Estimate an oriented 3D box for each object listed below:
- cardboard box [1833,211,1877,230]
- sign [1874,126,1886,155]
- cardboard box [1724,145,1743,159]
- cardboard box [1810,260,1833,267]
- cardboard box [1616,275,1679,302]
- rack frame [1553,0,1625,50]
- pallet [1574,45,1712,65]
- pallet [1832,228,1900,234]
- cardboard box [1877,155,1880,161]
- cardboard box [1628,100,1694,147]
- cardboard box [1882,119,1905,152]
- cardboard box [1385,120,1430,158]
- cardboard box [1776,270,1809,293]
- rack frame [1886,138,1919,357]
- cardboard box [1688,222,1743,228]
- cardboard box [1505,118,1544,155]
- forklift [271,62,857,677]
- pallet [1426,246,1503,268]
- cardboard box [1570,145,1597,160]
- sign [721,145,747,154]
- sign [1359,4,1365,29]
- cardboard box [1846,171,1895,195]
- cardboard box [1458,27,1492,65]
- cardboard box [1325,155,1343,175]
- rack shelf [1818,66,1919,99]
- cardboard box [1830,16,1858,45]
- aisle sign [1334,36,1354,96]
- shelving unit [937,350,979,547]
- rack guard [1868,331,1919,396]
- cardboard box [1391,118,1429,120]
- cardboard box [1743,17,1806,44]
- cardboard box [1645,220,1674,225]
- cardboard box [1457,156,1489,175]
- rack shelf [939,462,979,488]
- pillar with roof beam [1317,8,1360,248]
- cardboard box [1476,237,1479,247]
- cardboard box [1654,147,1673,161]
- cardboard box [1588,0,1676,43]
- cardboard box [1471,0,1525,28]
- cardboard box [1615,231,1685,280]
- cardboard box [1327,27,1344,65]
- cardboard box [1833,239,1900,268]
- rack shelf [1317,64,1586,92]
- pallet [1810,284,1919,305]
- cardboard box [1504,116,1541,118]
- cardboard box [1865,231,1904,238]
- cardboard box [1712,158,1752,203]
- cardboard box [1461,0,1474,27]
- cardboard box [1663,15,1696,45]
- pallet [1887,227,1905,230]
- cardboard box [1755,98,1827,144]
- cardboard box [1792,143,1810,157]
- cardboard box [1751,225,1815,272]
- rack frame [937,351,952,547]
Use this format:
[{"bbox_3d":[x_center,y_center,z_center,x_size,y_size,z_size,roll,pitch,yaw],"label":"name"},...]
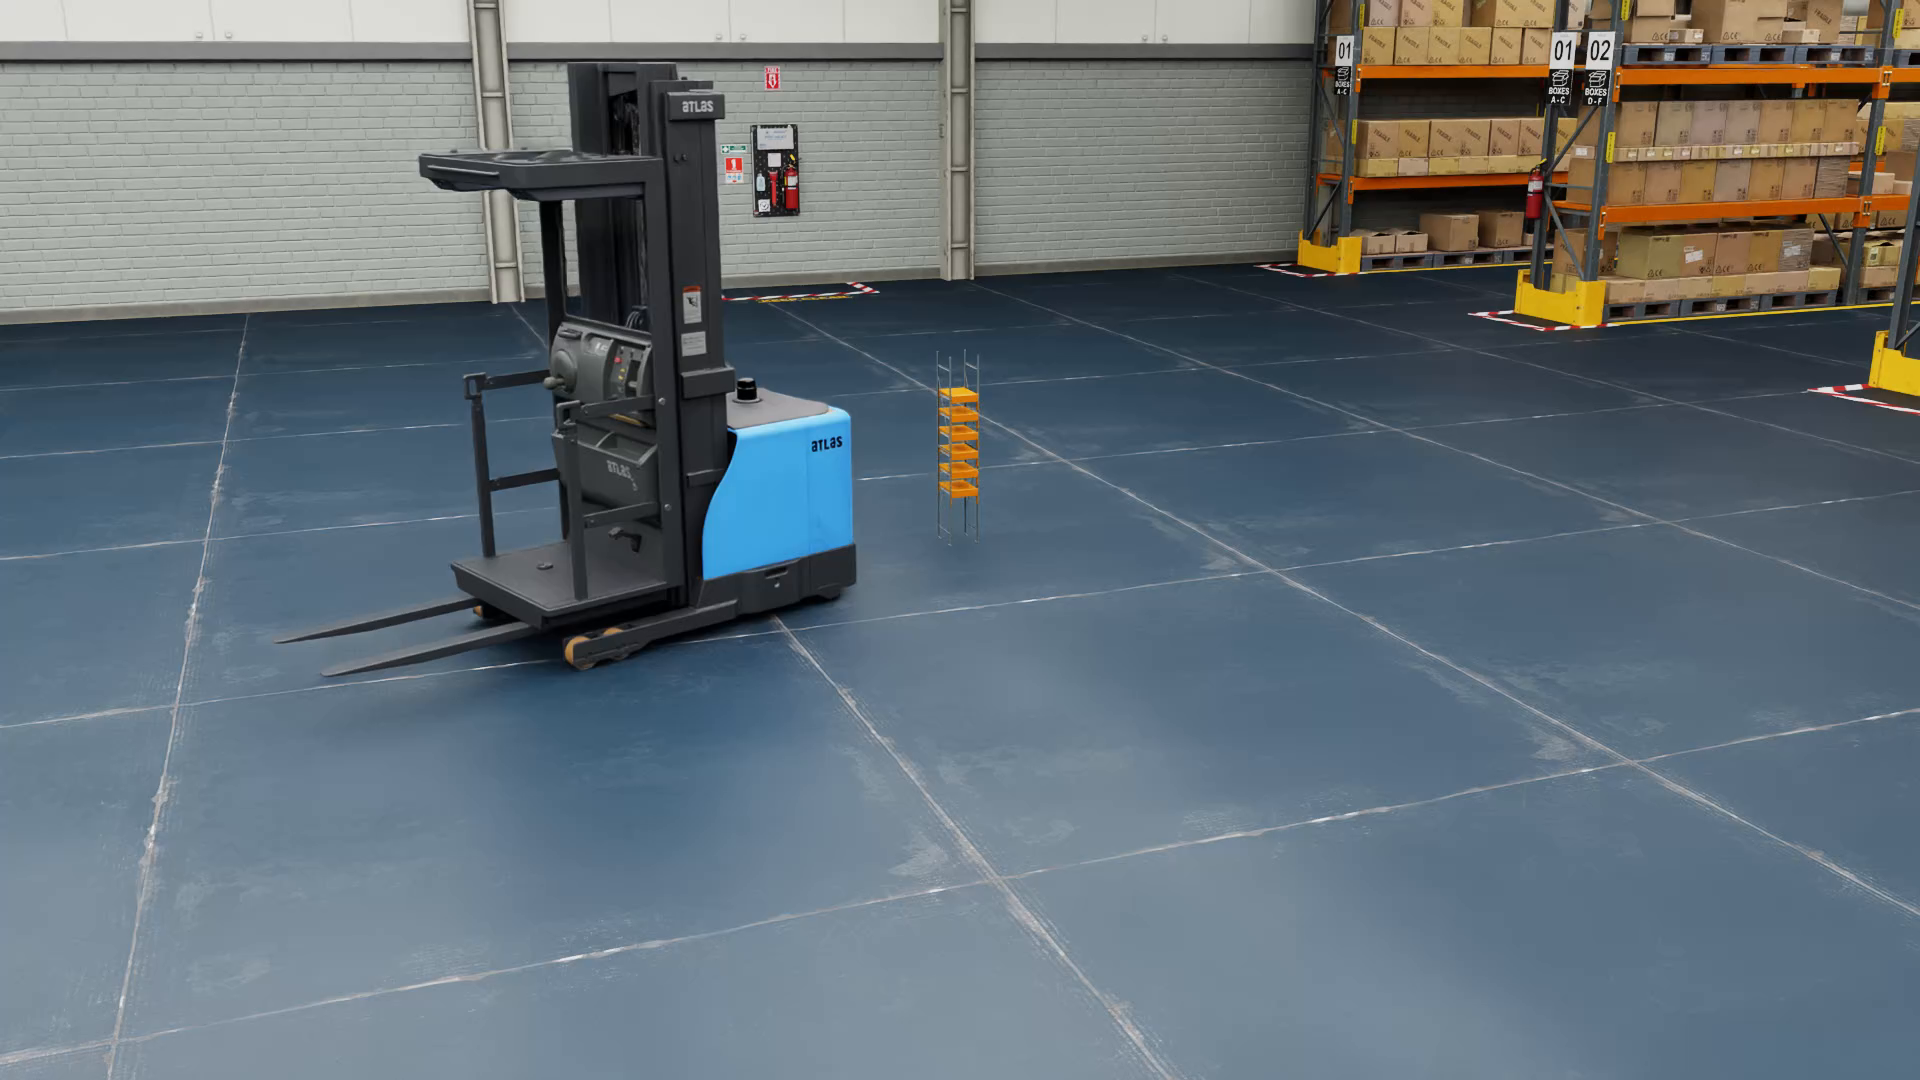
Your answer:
[{"bbox_3d":[14.240,-5.437,26.859,0.750,0.750,0.750,-6,17,-20],"label":"cardboard box"},{"bbox_3d":[10.927,-4.742,19.745,0.005,0.325,0.100,-6,17,-20],"label":"sign"},{"bbox_3d":[8.871,-4.528,19.365,0.250,0.149,0.380,-6,17,-20],"label":"cardboard box"},{"bbox_3d":[11.011,-3.435,21.105,0.500,0.250,0.500,-6,18,-21],"label":"cardboard box"},{"bbox_3d":[8.038,-2.960,19.490,0.500,0.250,0.500,-6,17,-20],"label":"cardboard box"},{"bbox_3d":[6.992,-6.910,18.156,0.127,3.000,1.000,-6,17,-20],"label":"rack frame"},{"bbox_3d":[7.661,-5.492,18.811,1.213,0.211,1.003,-6,17,-20],"label":"pallet"},{"bbox_3d":[14.587,-4.984,27.197,1.213,0.211,1.003,-6,17,-20],"label":"pallet"},{"bbox_3d":[14.505,-6.159,26.660,0.250,0.149,0.380,-6,17,-20],"label":"cardboard box"},{"bbox_3d":[7.971,-4.805,19.157,0.500,0.500,0.700,-7,18,-22],"label":"cardboard box"},{"bbox_3d":[14.671,-6.477,26.591,0.500,0.500,0.500,-6,17,-19],"label":"cardboard box"},{"bbox_3d":[6.234,-5.648,23.407,0.500,0.500,0.500,-6,17,-20],"label":"cardboard box"},{"bbox_3d":[9.902,-3.165,20.185,0.500,0.250,0.500,-6,17,-20],"label":"cardboard box"},{"bbox_3d":[8.761,-2.727,14.562,0.127,3.000,1.000,-6,17,-20],"label":"rack frame"},{"bbox_3d":[9.248,-3.611,20.376,0.500,0.500,0.500,-6,17,-20],"label":"cardboard box"},{"bbox_3d":[8.156,-5.854,24.109,0.500,0.500,0.500,-6,17,-20],"label":"cardboard box"},{"bbox_3d":[-2.026,-0.919,8.526,3.031,2.935,1.130,-14,22,-40],"label":"forklift"},{"bbox_3d":[7.195,-4.198,24.520,1.213,0.211,1.003,-6,17,-20],"label":"pallet"},{"bbox_3d":[7.280,-4.479,19.198,0.250,0.149,0.380,-6,18,-21],"label":"cardboard box"},{"bbox_3d":[-2.910,-5.029,21.396,0.331,0.109,0.001,-6,17,-20],"label":"sign"},{"bbox_3d":[5.410,-7.050,22.407,0.005,0.325,0.100,-6,17,-20],"label":"sign"},{"bbox_3d":[11.171,-4.424,20.604,0.500,0.250,0.500,-5,17,-17],"label":"cardboard box"},{"bbox_3d":[7.108,-6.957,23.427,0.500,0.500,0.500,-5,17,-17],"label":"cardboard box"},{"bbox_3d":[5.583,-5.370,23.791,0.500,0.250,0.500,-6,17,-19],"label":"cardboard box"},{"bbox_3d":[12.595,-5.730,20.740,4.000,0.370,1.077,-6,17,-20],"label":"rack shelf"},{"bbox_3d":[13.594,-7.970,26.134,0.500,0.500,0.700,-7,18,-23],"label":"cardboard box"},{"bbox_3d":[5.256,-6.495,22.779,0.004,0.787,0.394,-6,17,-20],"label":"aisle sign"},{"bbox_3d":[-0.014,-0.574,10.424,0.189,1.200,0.258,-6,17,-20],"label":"shelving unit"},{"bbox_3d":[8.815,-1.548,14.983,0.348,0.500,1.175,-6,17,-20],"label":"rack guard"},{"bbox_3d":[6.535,-5.836,24.049,0.500,0.500,0.500,-7,18,-22],"label":"cardboard box"},{"bbox_3d":[9.658,-6.064,19.764,0.500,0.311,0.500,-7,18,-23],"label":"cardboard box"},{"bbox_3d":[10.588,-4.934,25.731,0.500,0.500,0.700,-6,17,-19],"label":"cardboard box"},{"bbox_3d":[7.216,-5.394,23.872,0.500,0.250,0.500,-6,17,-20],"label":"cardboard box"},{"bbox_3d":[-0.014,-0.416,10.471,0.180,0.103,0.258,-6,17,-20],"label":"rack shelf"},{"bbox_3d":[7.100,-7.378,19.752,0.400,9.000,9.100,-6,17,-20],"label":"pillar with roof beam"},{"bbox_3d":[7.450,-4.425,24.621,0.250,0.149,0.380,-8,18,-25],"label":"cardboard box"},{"bbox_3d":[7.914,-4.425,19.016,0.250,0.149,0.380,-6,17,-20],"label":"cardboard box"},{"bbox_3d":[7.530,-5.845,18.679,0.637,0.503,0.797,-5,17,-16],"label":"cardboard box"},{"bbox_3d":[7.588,-7.479,23.430,0.500,0.500,0.500,-7,18,-22],"label":"cardboard box"},{"bbox_3d":[8.038,-3.320,19.383,0.500,0.500,0.500,-6,17,-20],"label":"cardboard box"},{"bbox_3d":[5.515,-6.940,23.369,0.500,0.500,0.500,-5,17,-16],"label":"cardboard box"},{"bbox_3d":[11.202,-3.562,20.543,0.500,0.311,0.500,-6,17,-20],"label":"cardboard box"},{"bbox_3d":[7.083,-6.630,23.804,4.000,0.370,1.077,-6,17,-20],"label":"rack shelf"},{"bbox_3d":[11.401,-3.181,21.056,1.213,0.211,1.003,-6,17,-20],"label":"pallet"},{"bbox_3d":[8.437,-6.042,24.751,0.500,0.500,0.500,-7,18,-21],"label":"cardboard box"},{"bbox_3d":[11.953,-3.806,21.374,0.500,0.311,0.500,-6,17,-20],"label":"cardboard box"},{"bbox_3d":[8.877,-4.280,19.670,0.500,0.500,0.700,-6,17,-18],"label":"cardboard box"},{"bbox_3d":[6.971,-7.573,23.753,0.500,0.500,0.500,-6,17,-20],"label":"cardboard box"},{"bbox_3d":[10.642,-7.584,24.856,0.500,0.500,0.500,-7,18,-22],"label":"cardboard box"},{"bbox_3d":[15.728,-5.108,27.619,1.213,0.211,1.003,-6,17,-20],"label":"pallet"},{"bbox_3d":[9.844,-5.007,19.846,0.500,0.500,0.700,-6,17,-20],"label":"cardboard box"},{"bbox_3d":[9.830,-4.632,19.718,0.250,0.149,0.380,-6,17,-20],"label":"cardboard box"},{"bbox_3d":[9.901,-3.525,20.081,0.500,0.500,0.500,-6,17,-20],"label":"cardboard box"},{"bbox_3d":[-0.099,-0.565,10.393,0.006,1.200,0.240,-6,17,-20],"label":"rack frame"}]
